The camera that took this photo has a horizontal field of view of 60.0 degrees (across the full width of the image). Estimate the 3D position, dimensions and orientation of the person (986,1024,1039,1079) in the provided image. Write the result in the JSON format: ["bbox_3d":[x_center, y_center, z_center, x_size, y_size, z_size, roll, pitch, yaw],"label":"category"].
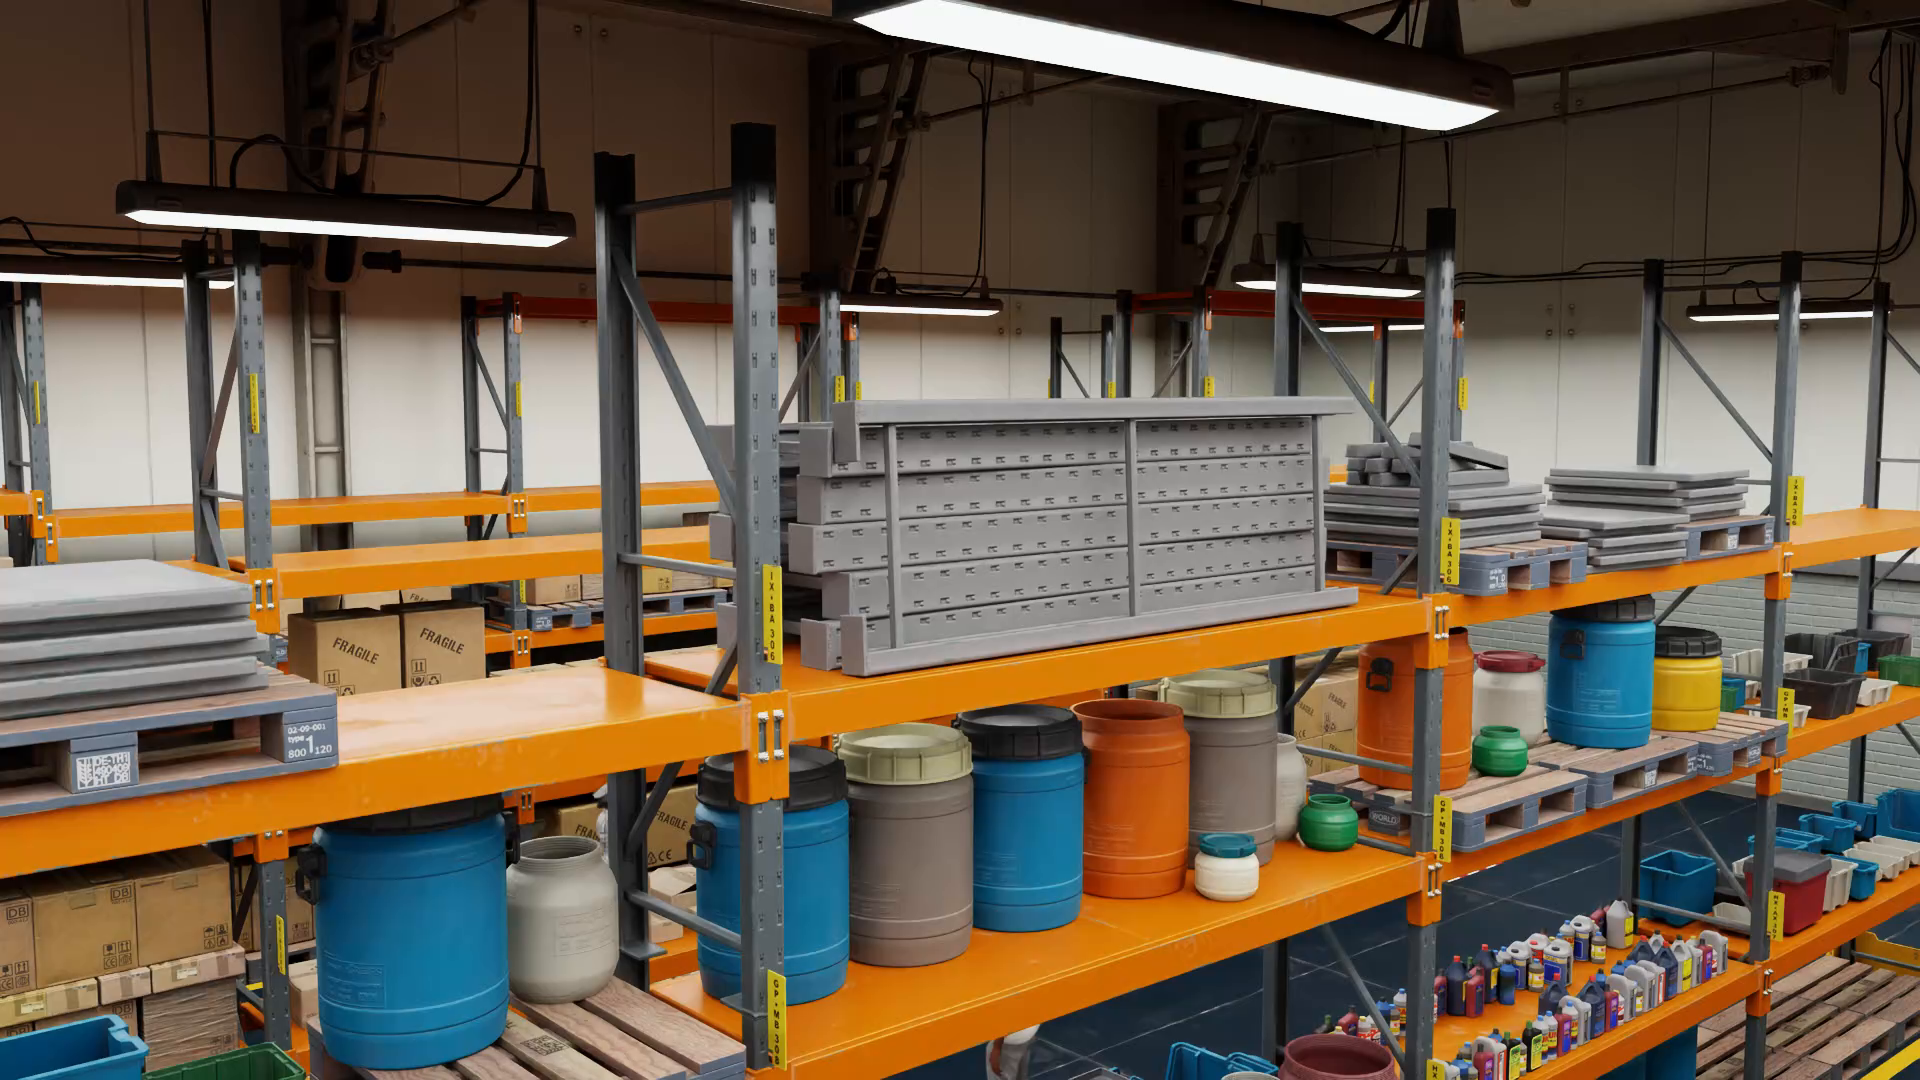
[{"bbox_3d":[0.302,3.248,10.938,0.402,1.768,0.629,2,6,24],"label":"person"}]

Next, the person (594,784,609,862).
[{"bbox_3d":[-2.978,2.972,14.620,0.628,1.760,0.479,-1,6,-15],"label":"person"}]
